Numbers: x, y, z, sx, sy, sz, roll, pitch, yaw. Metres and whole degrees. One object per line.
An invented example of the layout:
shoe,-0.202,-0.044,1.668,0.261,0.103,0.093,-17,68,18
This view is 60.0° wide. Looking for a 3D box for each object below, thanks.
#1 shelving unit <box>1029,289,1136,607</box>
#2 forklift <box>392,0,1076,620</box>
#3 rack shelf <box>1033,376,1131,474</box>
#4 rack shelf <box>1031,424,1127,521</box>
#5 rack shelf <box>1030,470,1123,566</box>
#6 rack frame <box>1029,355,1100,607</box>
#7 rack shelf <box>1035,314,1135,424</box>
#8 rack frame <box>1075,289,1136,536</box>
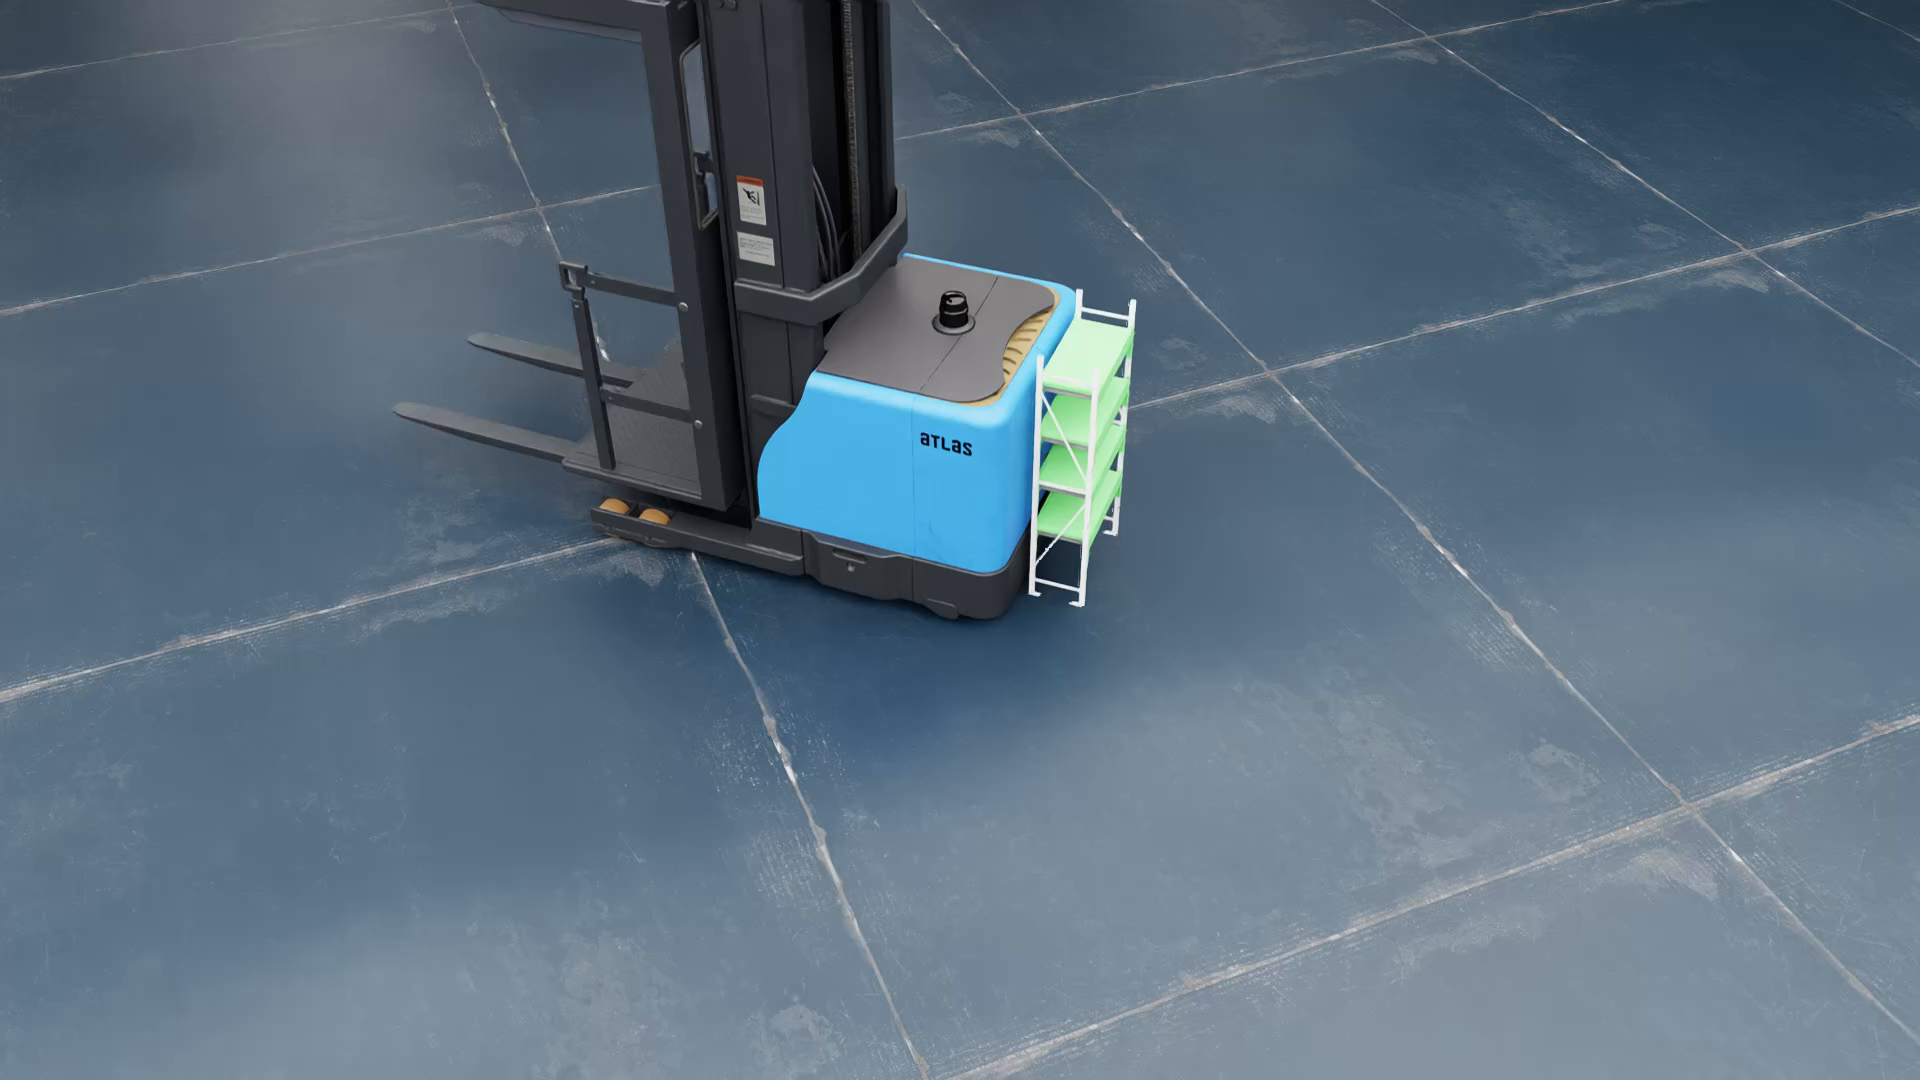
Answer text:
shelving unit,0.489,-0.354,6.742,0.258,1.200,0.503,14,43,15
forklift,-1.067,-1.386,6.614,3.031,2.935,1.130,14,43,16
rack shelf,0.489,-0.488,6.627,0.258,0.148,0.480,14,43,15
rack shelf,0.489,-0.306,6.783,0.258,0.148,0.480,14,43,15
rack shelf,0.489,-0.124,6.940,0.258,0.148,0.480,14,43,15
rack frame,0.404,-0.205,6.568,0.240,1.200,0.015,14,43,15
rack shelf,0.489,-0.670,6.470,0.258,0.148,0.480,14,43,15
rack frame,0.574,-0.503,6.915,0.240,1.200,0.015,14,43,15
